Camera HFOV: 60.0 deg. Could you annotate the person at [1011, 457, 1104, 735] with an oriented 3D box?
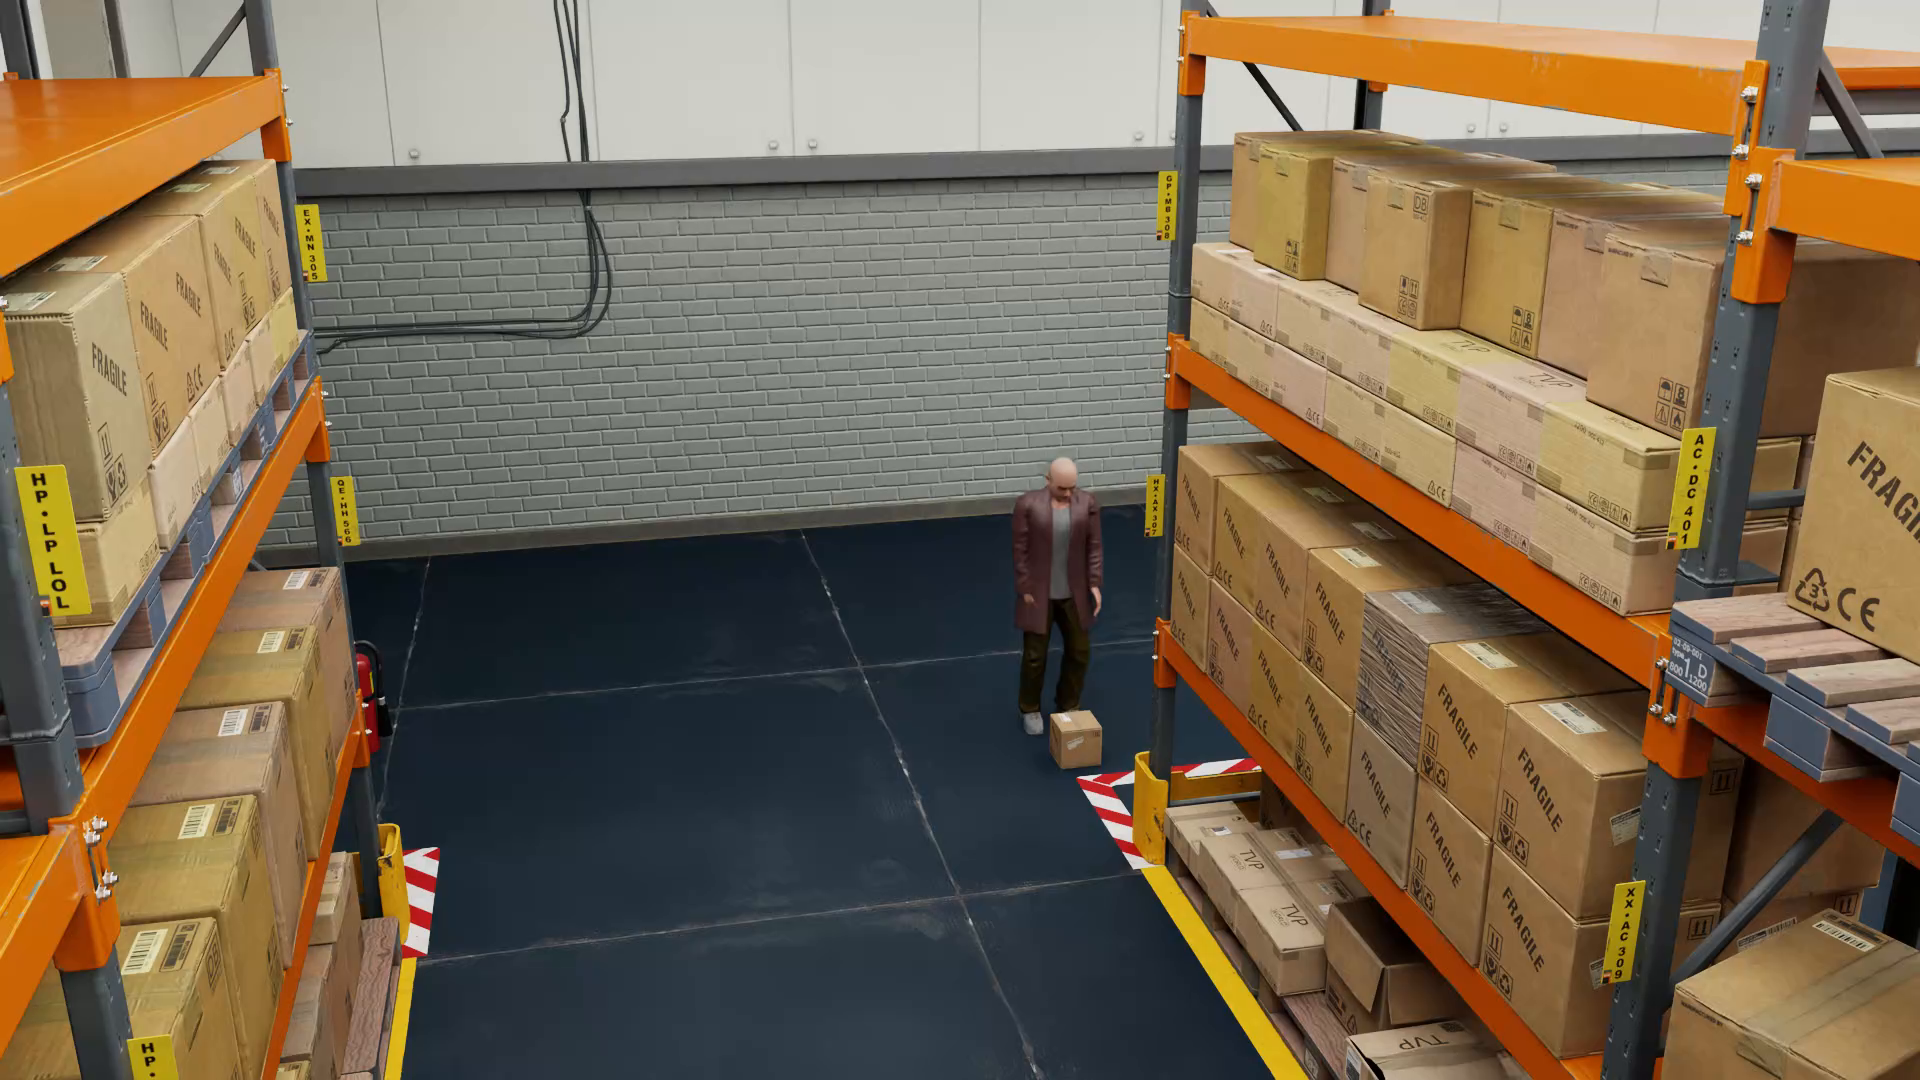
[{"bbox_3d":[0.603,0.330,10.210,0.575,1.754,0.389,-4,20,-11],"label":"person"}]
